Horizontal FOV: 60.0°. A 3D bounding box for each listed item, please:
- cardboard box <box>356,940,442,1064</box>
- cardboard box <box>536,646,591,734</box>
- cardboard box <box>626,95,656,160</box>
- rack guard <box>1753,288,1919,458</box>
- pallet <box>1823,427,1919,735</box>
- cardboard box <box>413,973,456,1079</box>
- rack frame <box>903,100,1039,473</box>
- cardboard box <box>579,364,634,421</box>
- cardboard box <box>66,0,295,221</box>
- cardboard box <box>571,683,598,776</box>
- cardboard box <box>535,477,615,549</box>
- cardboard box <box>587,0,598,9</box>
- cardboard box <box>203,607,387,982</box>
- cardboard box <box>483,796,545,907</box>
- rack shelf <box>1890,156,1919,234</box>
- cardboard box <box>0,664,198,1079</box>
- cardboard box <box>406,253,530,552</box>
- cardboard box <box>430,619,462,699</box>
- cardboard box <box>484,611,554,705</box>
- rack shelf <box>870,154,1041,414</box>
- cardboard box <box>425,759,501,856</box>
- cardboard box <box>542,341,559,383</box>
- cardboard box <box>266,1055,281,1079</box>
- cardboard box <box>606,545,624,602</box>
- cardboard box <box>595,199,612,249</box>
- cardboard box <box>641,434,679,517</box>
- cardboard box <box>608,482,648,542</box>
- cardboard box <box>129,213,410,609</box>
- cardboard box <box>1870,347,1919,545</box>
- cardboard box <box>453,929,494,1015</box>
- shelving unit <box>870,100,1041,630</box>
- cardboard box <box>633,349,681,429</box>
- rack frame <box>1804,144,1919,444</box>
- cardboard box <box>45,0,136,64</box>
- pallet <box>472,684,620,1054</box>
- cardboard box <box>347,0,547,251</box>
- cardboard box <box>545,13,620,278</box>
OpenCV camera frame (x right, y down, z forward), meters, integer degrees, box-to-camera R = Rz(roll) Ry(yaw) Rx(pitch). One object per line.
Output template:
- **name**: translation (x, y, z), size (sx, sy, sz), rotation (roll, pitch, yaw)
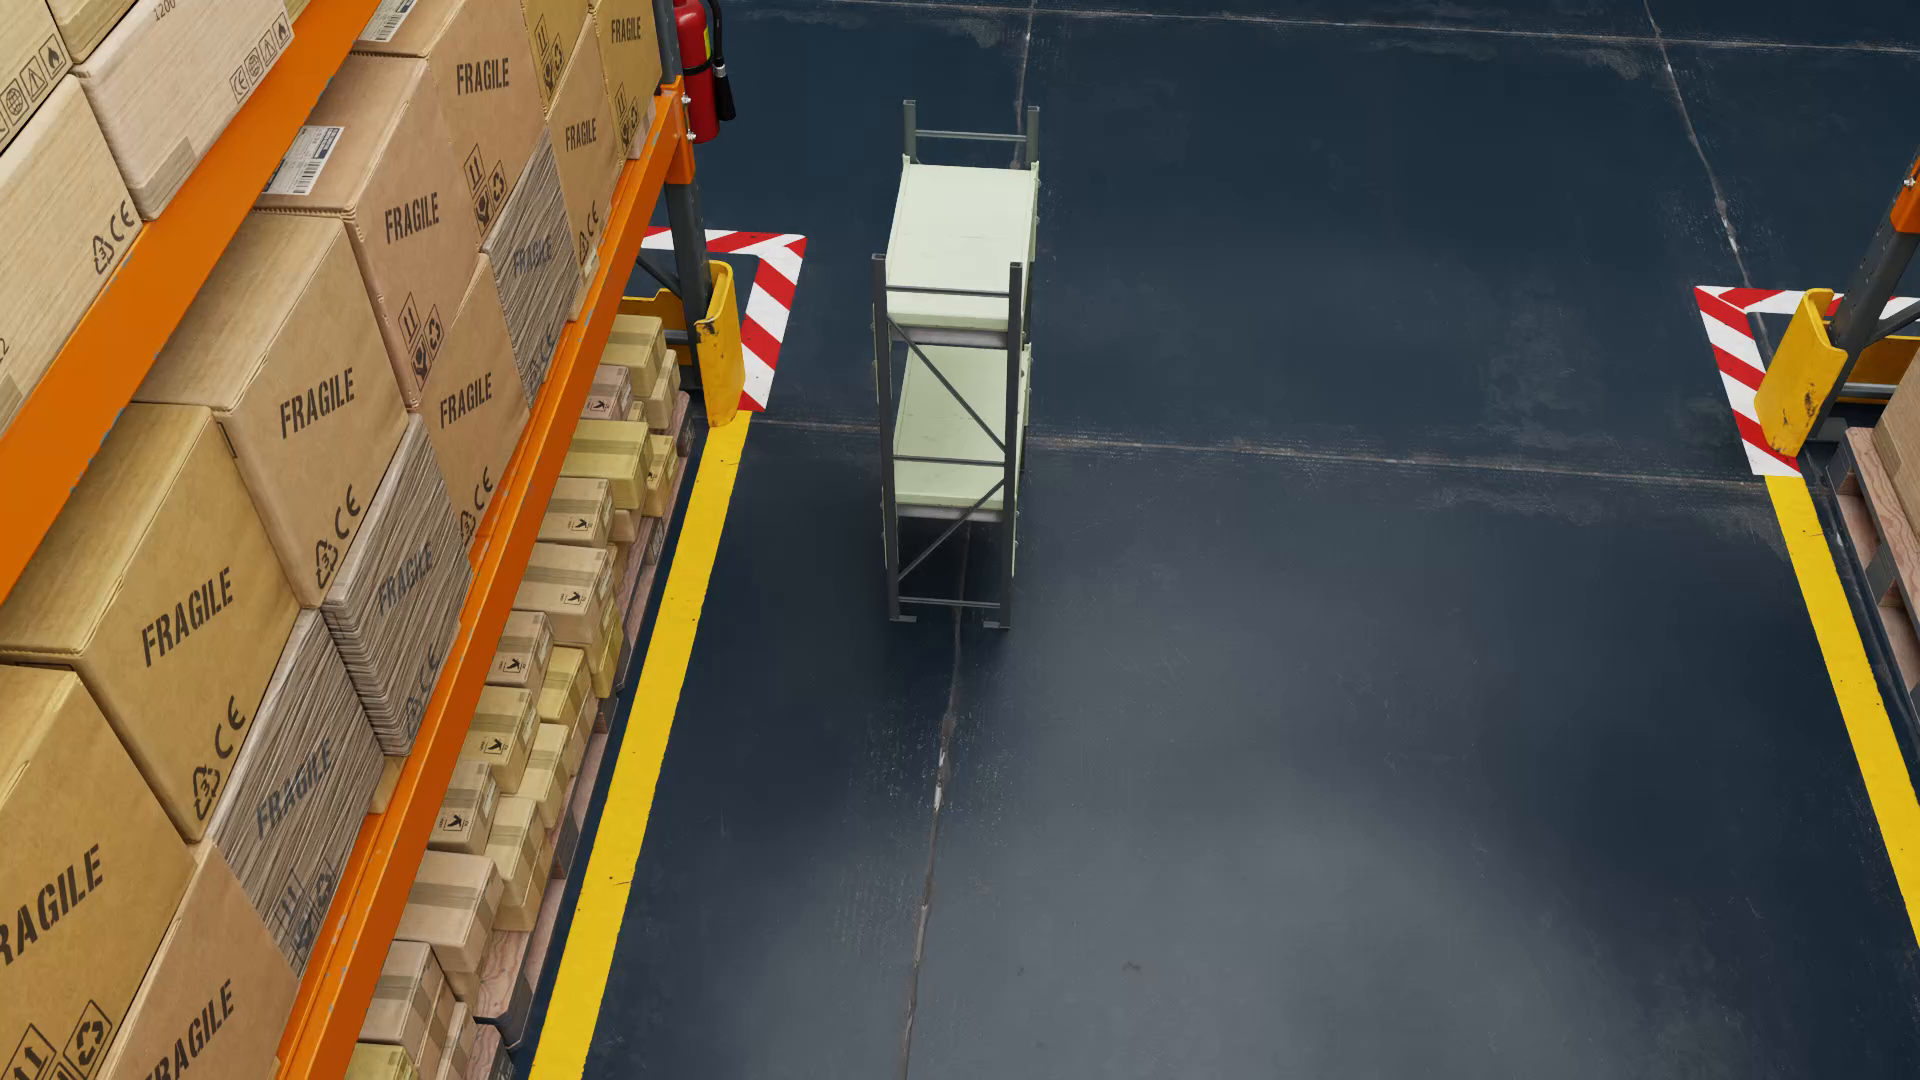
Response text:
- **cardboard box**: translation (-1.468, 1.093, 3.962), size (0.380, 0.149, 0.250), rotation (3, 48, 3)
- **cardboard box**: translation (-1.286, 0.432, 4.768), size (0.380, 0.149, 0.250), rotation (6, 48, 5)
- **cardboard box**: translation (-1.148, -1.302, 5.079), size (0.380, 0.149, 0.250), rotation (4, 48, 4)
- **rack guard**: translation (3.541, -0.561, 5.924), size (1.175, 0.500, 0.348), rotation (4, 48, 4)
- **pallet**: translation (3.543, 0.147, 5.473), size (1.003, 0.211, 1.213), rotation (4, 48, 4)
- **cardboard box**: translation (-1.466, 1.197, 4.068), size (0.380, 0.149, 0.250), rotation (2, 48, 2)
- **rack frame**: translation (0.033, -0.770, 5.438), size (0.400, 1.500, 0.023), rotation (4, 48, 4)
- **cardboard box**: translation (-1.276, -0.439, 5.363), size (0.380, 0.149, 0.250), rotation (5, 48, 4)
- **cardboard box**: translation (-1.356, -0.741, 2.464), size (0.500, 0.250, 0.500), rotation (6, 48, 5)
- **cardboard box**: translation (-1.288, 0.533, 4.877), size (0.380, 0.149, 0.250), rotation (5, 48, 4)
- **cardboard box**: translation (-1.260, -0.054, 5.011), size (0.380, 0.149, 0.250), rotation (2, 48, 2)
- **cardboard box**: translation (-1.194, -1.764, 4.384), size (0.500, 0.500, 0.500), rotation (3, 48, 3)
- **cardboard box**: translation (-1.431, 0.448, 3.038), size (0.500, 0.500, 0.500), rotation (4, 48, 4)
- **cardboard box**: translation (-1.331, 0.815, 4.417), size (0.380, 0.149, 0.250), rotation (4, 48, 3)
- **rack shelf**: translation (3.356, 0.325, 3.907), size (1.077, 0.370, 4.000), rotation (4, 48, 4)
- **cardboard box**: translation (-1.481, 0.507, 2.307), size (0.500, 0.500, 0.500), rotation (5, 48, 4)
- **cardboard box**: translation (-1.329, -0.315, 3.736), size (0.500, 0.500, 0.500), rotation (6, 48, 5)
- **cardboard box**: translation (-1.341, 0.221, 3.685), size (0.380, 0.149, 0.250), rotation (6, 48, 5)
- **cardboard box**: translation (-1.363, 0.333, 4.657), size (0.380, 0.149, 0.250), rotation (2, 48, 2)
- **rack shelf**: translation (-0.001, -0.765, 4.904), size (0.431, 0.370, 0.720), rotation (4, 48, 4)
- **cardboard box**: translation (-1.421, 0.706, 4.316), size (0.380, 0.149, 0.250), rotation (2, 48, 2)
- **cardboard box**: translation (-1.270, -0.556, 4.396), size (0.380, 0.149, 0.250), rotation (2, 48, 2)
- **cardboard box**: translation (-1.464, 0.997, 2.975), size (0.380, 0.149, 0.250), rotation (5, 48, 5)
- **cardboard box**: translation (-1.282, 0.142, 5.235), size (0.380, 0.149, 0.250), rotation (4, 48, 4)
- **cardboard box**: translation (-1.216, -0.937, 4.744), size (0.380, 0.149, 0.250), rotation (3, 48, 3)
- **cardboard box**: translation (-1.163, -0.229, 5.574), size (0.380, 0.149, 0.250), rotation (5, 48, 5)
- **cardboard box**: translation (-1.210, -0.137, 5.288), size (0.380, 0.149, 0.250), rotation (2, 48, 2)
- **cardboard box**: translation (-1.372, -0.243, 2.993), size (0.500, 0.500, 0.500), rotation (5, 48, 4)
- **cardboard box**: translation (3.578, -0.172, 5.327), size (0.875, 0.438, 0.875), rotation (2, 48, 2)
- **cardboard box**: translation (-1.453, 1.096, 4.362), size (0.380, 0.149, 0.250), rotation (2, 48, 2)
- **shelving unit**: translation (-0.001, -0.501, 5.192), size (0.431, 1.500, 0.755), rotation (4, 48, 4)
- **cardboard box**: translation (-1.164, -0.519, 5.637), size (0.380, 0.149, 0.250), rotation (3, 48, 2)
- **rack frame**: translation (3.538, -1.387, 4.986), size (1.000, 3.000, 0.127), rotation (4, 48, 4)
- **cardboard box**: translation (-1.372, -0.909, 2.279), size (0.500, 0.250, 0.500), rotation (5, 48, 4)
- **pallet**: translation (-1.630, 0.840, 4.839), size (1.003, 0.211, 1.213), rotation (4, 48, 4)
- **cardboard box**: translation (-1.279, -1.009, 3.693), size (0.500, 0.500, 0.500), rotation (6, 48, 5)
- **cardboard box**: translation (-1.237, -1.054, 4.412), size (0.500, 0.500, 0.500), rotation (3, 48, 3)
